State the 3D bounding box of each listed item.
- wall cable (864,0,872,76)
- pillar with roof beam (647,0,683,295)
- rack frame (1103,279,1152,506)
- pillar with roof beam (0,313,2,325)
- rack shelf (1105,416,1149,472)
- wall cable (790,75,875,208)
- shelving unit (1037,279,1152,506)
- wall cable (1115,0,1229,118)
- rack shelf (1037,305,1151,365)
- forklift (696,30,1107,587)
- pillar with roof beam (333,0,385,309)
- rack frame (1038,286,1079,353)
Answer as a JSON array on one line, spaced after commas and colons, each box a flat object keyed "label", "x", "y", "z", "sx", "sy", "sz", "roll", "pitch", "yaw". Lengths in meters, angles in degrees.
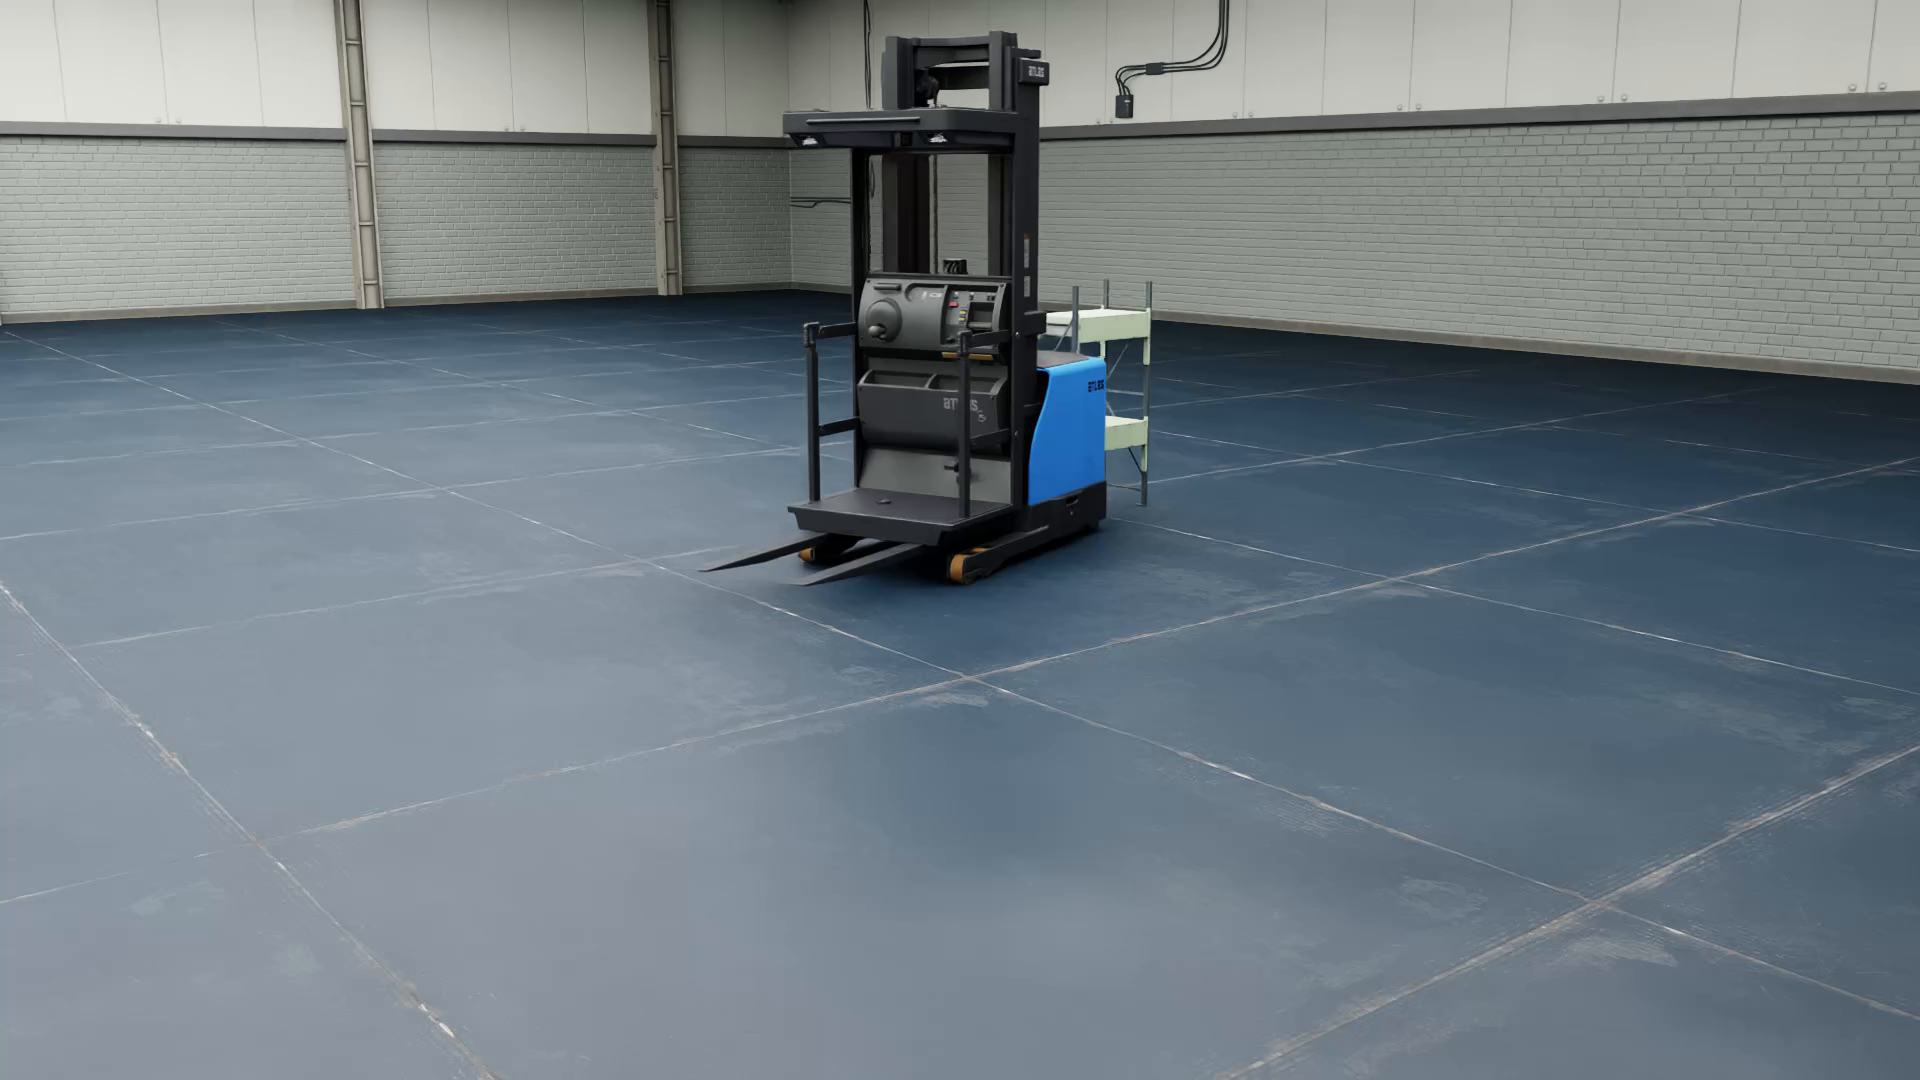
[{"label": "wall cable", "x": -0.969, "y": -9.981, "z": 30.784, "sx": 0.112, "sy": 2.526, "sz": 3.097, "roll": -9, "pitch": 15, "yaw": -38}, {"label": "pillar with roof beam", "x": -3.096, "y": -8.602, "z": 28.974, "sx": 0.400, "sy": 9.000, "sz": 9.100, "roll": -9, "pitch": 15, "yaw": -38}, {"label": "rack frame", "x": 1.111, "y": -0.990, "z": 11.179, "sx": 0.023, "sy": 1.500, "sz": 0.400, "roll": -12, "pitch": 17, "yaw": -44}, {"label": "pillar with roof beam", "x": -12.467, "y": -7.045, "z": 21.641, "sx": 0.400, "sy": 9.000, "sz": 9.100, "roll": -9, "pitch": 15, "yaw": -38}, {"label": "rack shelf", "x": 0.852, "y": -0.617, "z": 10.994, "sx": 0.720, "sy": 0.370, "sz": 0.431, "roll": -12, "pitch": 17, "yaw": -44}, {"label": "wall cable", "x": -2.659, "y": -7.949, "z": 33.375, "sx": 0.112, "sy": 2.526, "sz": 3.097, "roll": -9, "pitch": 15, "yaw": -38}, {"label": "shelving unit", "x": 0.852, "y": -0.936, "z": 10.926, "sx": 0.755, "sy": 1.500, "sz": 0.431, "roll": -12, "pitch": 17, "yaw": -44}, {"label": "wall cable", "x": 3.259, "y": -9.590, "z": 25.438, "sx": 0.169, "sy": 6.003, "sz": 2.305, "roll": -9, "pitch": 15, "yaw": -38}, {"label": "rack shelf", "x": 0.852, "y": -1.318, "z": 10.845, "sx": 0.720, "sy": 0.370, "sz": 0.431, "roll": -12, "pitch": 17, "yaw": -44}, {"label": "forklift", "x": -0.267, "y": -1.302, "z": 9.204, "sx": 1.130, "sy": 2.935, "sz": 3.031, "roll": 7, "pitch": 14, "yaw": 30}, {"label": "pillar with roof beam", "x": -7.781, "y": -7.823, "z": 25.307, "sx": 0.400, "sy": 9.000, "sz": 9.100, "roll": -9, "pitch": 15, "yaw": -38}, {"label": "rack frame", "x": 0.593, "y": -0.882, "z": 10.673, "sx": 0.023, "sy": 1.500, "sz": 0.400, "roll": -12, "pitch": 17, "yaw": -44}]
